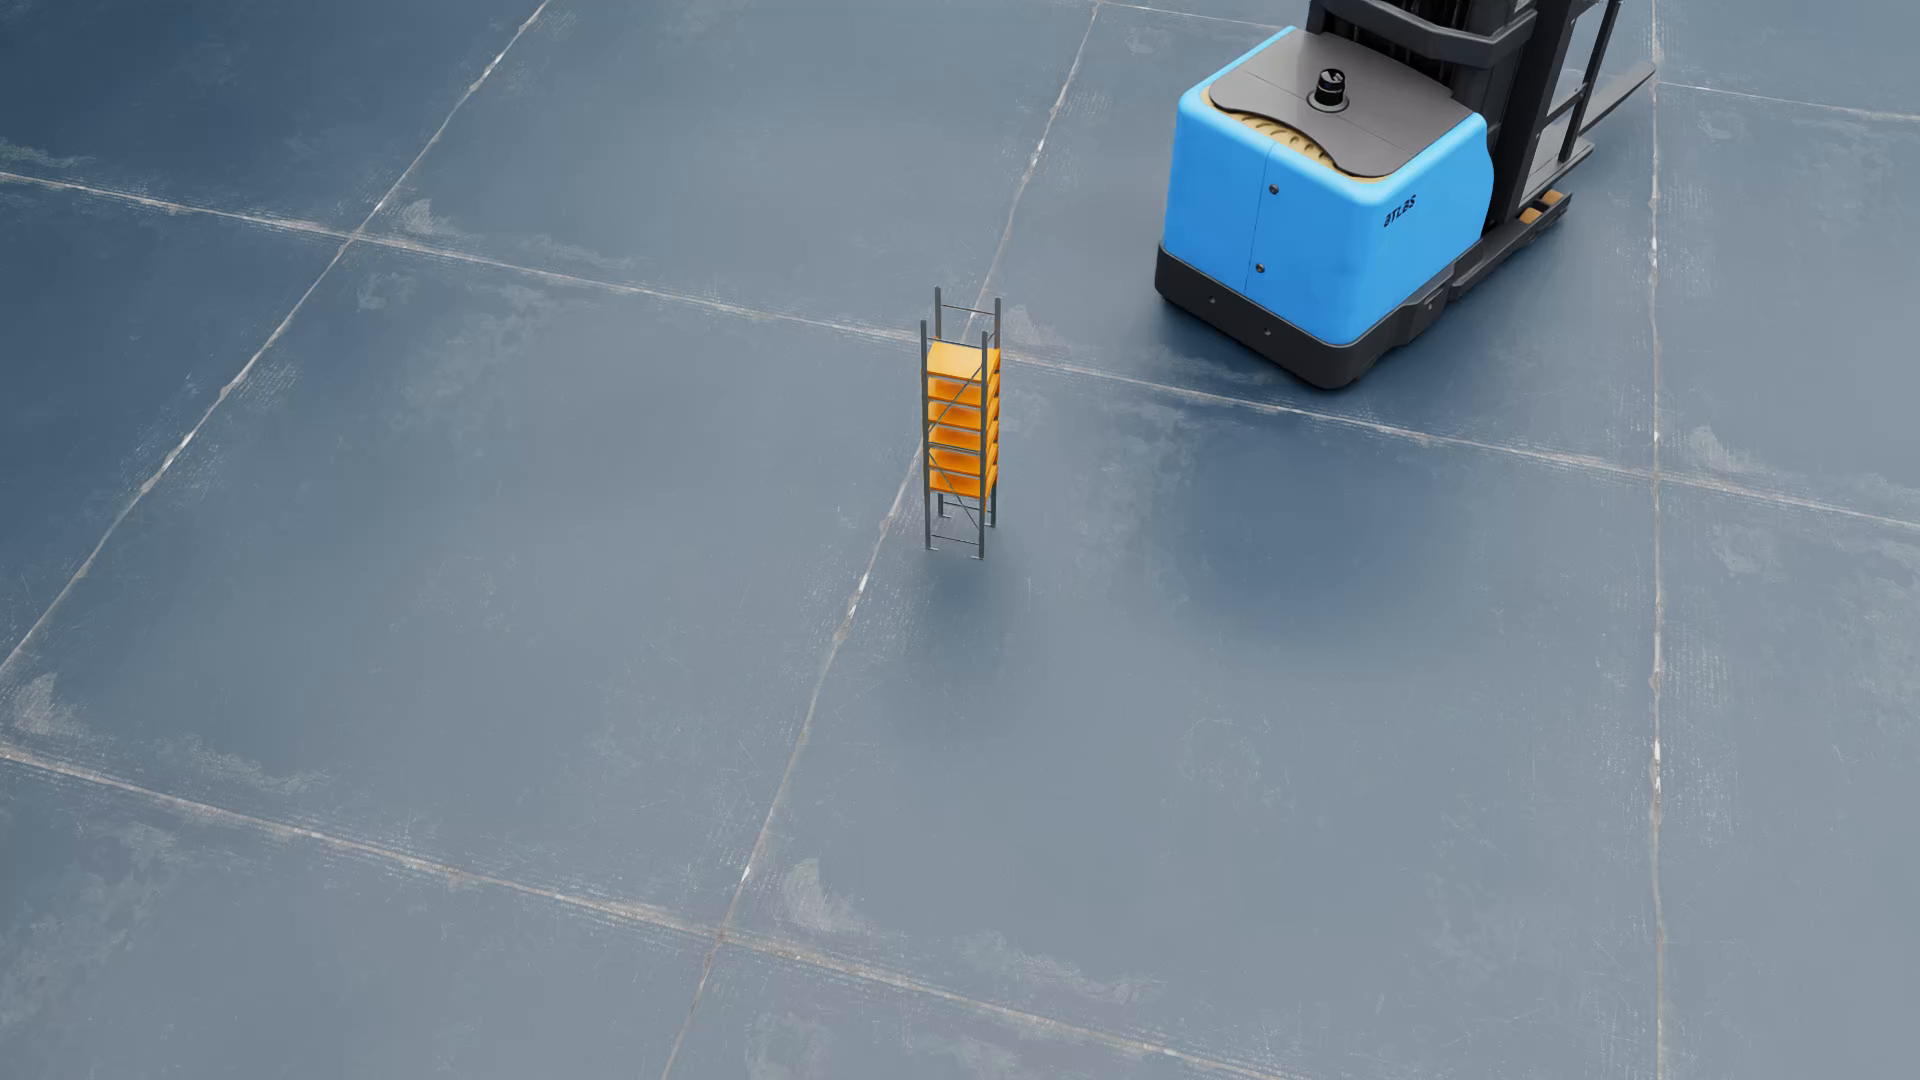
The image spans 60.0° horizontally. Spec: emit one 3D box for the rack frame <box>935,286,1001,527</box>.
[{"bbox_3d":[0.028,-0.474,6.287,0.240,1.200,0.006,12,50,10],"label":"rack frame"}]

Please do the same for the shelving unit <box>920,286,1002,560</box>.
[{"bbox_3d":[0.004,-0.407,6.228,0.258,1.200,0.189,12,50,10],"label":"shelving unit"}]

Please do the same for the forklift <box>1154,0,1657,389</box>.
[{"bbox_3d":[2.279,-2.625,7.030,1.130,2.935,3.031,36,58,28],"label":"forklift"}]

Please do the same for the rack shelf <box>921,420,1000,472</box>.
[{"bbox_3d":[0.004,-0.378,6.262,0.258,0.103,0.180,12,50,10],"label":"rack shelf"}]

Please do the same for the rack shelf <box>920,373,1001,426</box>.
[{"bbox_3d":[0.004,-0.537,6.082,0.258,0.103,0.180,12,50,10],"label":"rack shelf"}]

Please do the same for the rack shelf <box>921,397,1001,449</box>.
[{"bbox_3d":[0.004,-0.458,6.172,0.258,0.103,0.180,12,50,10],"label":"rack shelf"}]

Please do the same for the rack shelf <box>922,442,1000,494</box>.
[{"bbox_3d":[0.004,-0.299,6.352,0.258,0.103,0.180,12,50,10],"label":"rack shelf"}]

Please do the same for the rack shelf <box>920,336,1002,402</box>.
[{"bbox_3d":[0.004,-0.616,5.992,0.258,0.103,0.180,12,50,10],"label":"rack shelf"}]

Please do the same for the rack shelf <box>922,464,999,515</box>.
[{"bbox_3d":[0.004,-0.219,6.442,0.258,0.103,0.180,12,50,10],"label":"rack shelf"}]

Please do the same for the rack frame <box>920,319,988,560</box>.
[{"bbox_3d":[-0.020,-0.341,6.170,0.240,1.200,0.006,12,50,10],"label":"rack frame"}]
